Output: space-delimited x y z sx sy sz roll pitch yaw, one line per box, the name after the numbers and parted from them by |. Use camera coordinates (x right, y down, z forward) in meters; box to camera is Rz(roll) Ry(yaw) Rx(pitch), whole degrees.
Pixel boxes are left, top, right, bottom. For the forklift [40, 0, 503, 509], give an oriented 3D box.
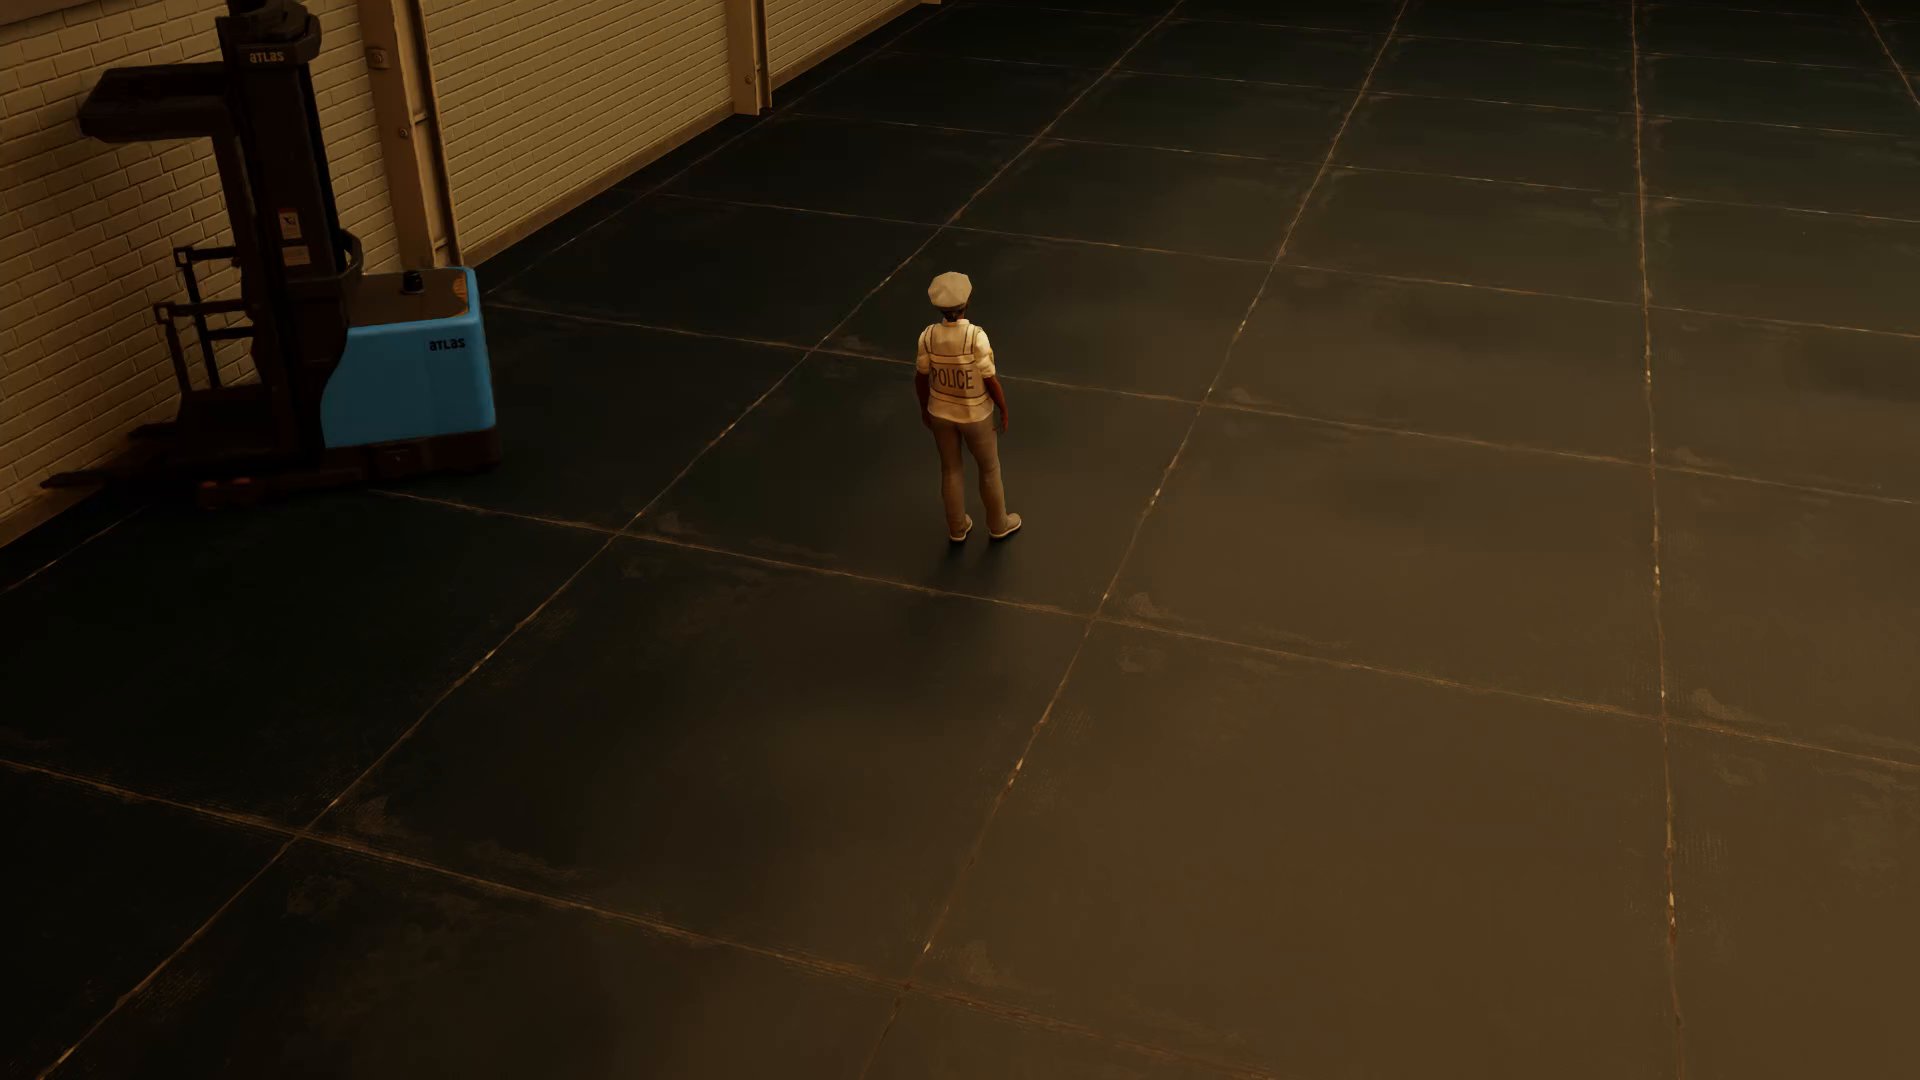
-4.575 -1.762 10.227 3.031 2.935 1.130 -8 31 -14 | forklift

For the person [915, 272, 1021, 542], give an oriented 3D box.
0.043 -0.774 9.729 0.569 1.695 0.530 10 31 16 | person
